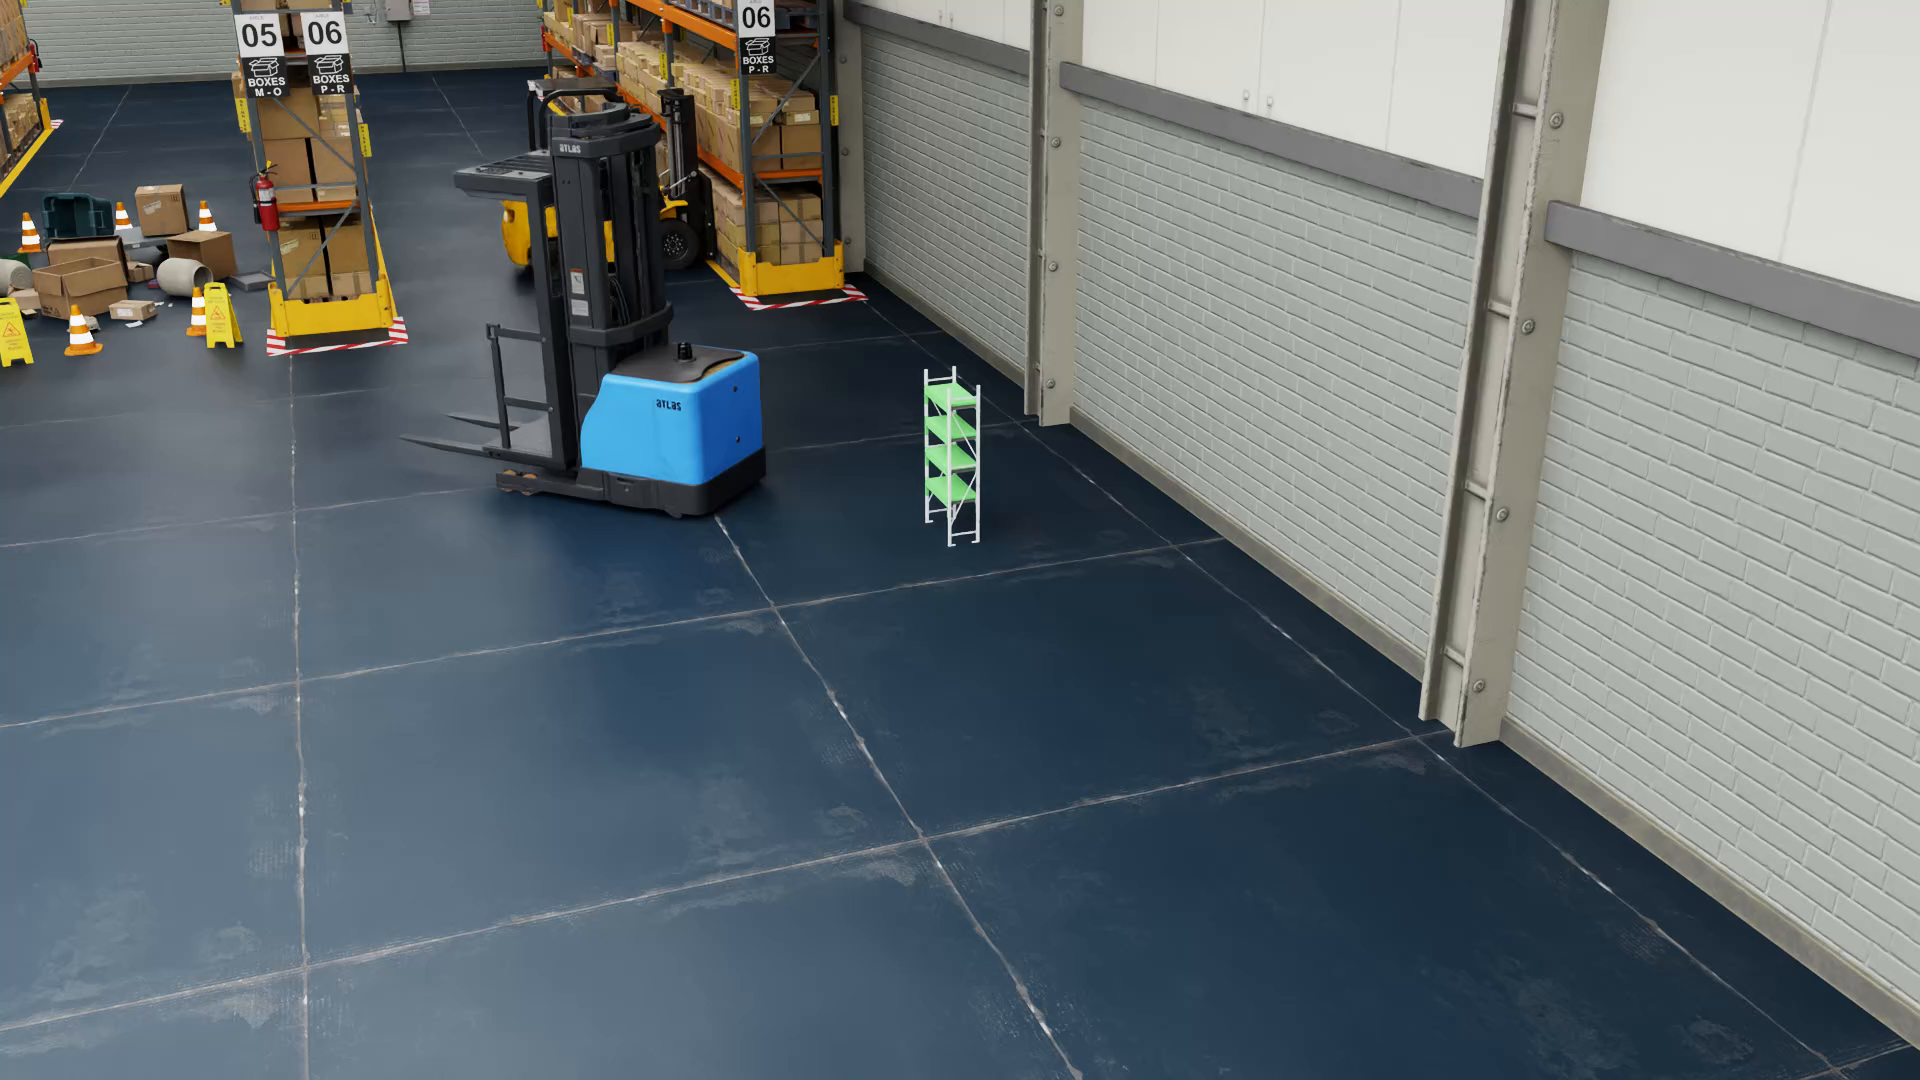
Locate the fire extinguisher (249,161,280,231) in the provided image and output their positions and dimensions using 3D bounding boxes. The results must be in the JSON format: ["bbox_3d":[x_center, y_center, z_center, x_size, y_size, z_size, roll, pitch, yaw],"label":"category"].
[{"bbox_3d":[-6.962,-3.454,16.683,0.296,0.674,0.183,-8,24,-19],"label":"fire extinguisher"}]

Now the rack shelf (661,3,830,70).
[{"bbox_3d":[-2.635,-6.054,19.817,1.077,0.370,4.000,-8,24,-19],"label":"rack shelf"}]

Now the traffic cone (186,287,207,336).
[{"bbox_3d":[-7.930,-2.405,17.360,0.336,0.463,0.334,-8,24,-19],"label":"traffic cone"}]

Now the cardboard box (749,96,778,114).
[{"bbox_3d":[-2.252,-4.860,18.573,0.380,0.149,0.250,-8,24,-19],"label":"cardboard box"}]

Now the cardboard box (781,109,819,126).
[{"bbox_3d":[-1.806,-4.781,18.767,0.380,0.149,0.250,-9,24,-20],"label":"cardboard box"}]

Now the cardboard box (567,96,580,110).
[{"bbox_3d":[-6.821,-8.204,30.530,0.700,0.500,0.500,-9,25,-21],"label":"cardboard box"}]

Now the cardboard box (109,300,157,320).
[{"bbox_3d":[-8.923,-2.480,17.942,0.380,0.149,0.250,4,23,9],"label":"cardboard box"}]

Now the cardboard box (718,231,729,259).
[{"bbox_3d":[-2.557,-3.513,19.722,0.500,0.250,0.500,-8,24,-19],"label":"cardboard box"}]

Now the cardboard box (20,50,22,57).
[{"bbox_3d":[-16.283,-8.312,28.433,0.380,0.149,0.250,-9,24,-20],"label":"cardboard box"}]

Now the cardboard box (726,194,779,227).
[{"bbox_3d":[-2.383,-3.789,19.089,0.500,0.250,0.500,-8,24,-17],"label":"cardboard box"}]

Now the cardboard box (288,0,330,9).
[{"bbox_3d":[-6.506,-5.386,16.601,0.380,0.149,0.250,-9,24,-19],"label":"cardboard box"}]

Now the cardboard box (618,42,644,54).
[{"bbox_3d":[-4.918,-7.373,24.916,0.380,0.149,0.250,-8,24,-17],"label":"cardboard box"}]

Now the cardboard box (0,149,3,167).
[{"bbox_3d":[-14.727,-5.860,24.968,0.500,0.500,0.500,-9,24,-20],"label":"cardboard box"}]

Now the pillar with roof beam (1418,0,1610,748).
[{"bbox_3d":[-1.120,-2.467,6.518,9.100,9.000,0.400,-8,24,-19],"label":"pillar with roof beam"}]

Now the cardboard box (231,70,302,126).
[{"bbox_3d":[-7.404,-4.750,17.859,0.700,0.500,0.500,-9,24,-20],"label":"cardboard box"}]

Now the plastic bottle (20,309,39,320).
[{"bbox_3d":[-10.072,-2.447,17.976,0.133,0.061,0.283,-18,29,-37],"label":"plastic bottle"}]

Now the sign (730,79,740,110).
[{"bbox_3d":[-2.441,-4.850,18.100,0.100,0.325,0.005,-8,24,-19],"label":"sign"}]

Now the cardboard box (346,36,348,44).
[{"bbox_3d":[-6.384,-5.026,16.774,0.380,0.149,0.250,-8,24,-19],"label":"cardboard box"}]

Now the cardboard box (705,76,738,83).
[{"bbox_3d":[-2.873,-5.511,20.115,0.380,0.149,0.250,-8,24,-19],"label":"cardboard box"}]

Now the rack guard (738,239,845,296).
[{"bbox_3d":[-1.920,-3.116,19.000,1.175,0.500,0.348,-8,24,-19],"label":"rack guard"}]

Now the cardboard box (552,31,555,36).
[{"bbox_3d":[-7.588,-9.732,31.801,0.380,0.149,0.250,-8,24,-18],"label":"cardboard box"}]

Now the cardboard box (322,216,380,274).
[{"bbox_3d":[-6.606,-3.206,18.029,0.500,0.500,0.500,-9,25,-21],"label":"cardboard box"}]

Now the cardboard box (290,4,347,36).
[{"bbox_3d":[-6.499,-5.264,16.825,0.500,0.250,0.500,-9,24,-20],"label":"cardboard box"}]

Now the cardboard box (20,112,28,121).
[{"bbox_3d":[-15.911,-7.086,27.947,0.380,0.149,0.250,-7,24,-16],"label":"cardboard box"}]

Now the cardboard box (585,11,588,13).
[{"bbox_3d":[-7.170,-10.028,31.990,0.500,0.250,0.500,-8,24,-17],"label":"cardboard box"}]

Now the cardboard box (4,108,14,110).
[{"bbox_3d":[-15.811,-7.023,27.414,0.380,0.149,0.250,-9,25,-21],"label":"cardboard box"}]

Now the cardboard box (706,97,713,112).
[{"bbox_3d":[-2.789,-5.172,19.696,0.380,0.149,0.250,-8,24,-19],"label":"cardboard box"}]

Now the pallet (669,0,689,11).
[{"bbox_3d":[-3.016,-6.765,20.692,1.003,0.211,1.213,-8,24,-19],"label":"pallet"}]

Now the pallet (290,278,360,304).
[{"bbox_3d":[-6.852,-2.637,18.235,1.003,0.211,1.213,-8,24,-19],"label":"pallet"}]

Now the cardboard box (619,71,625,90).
[{"bbox_3d":[-4.827,-6.920,24.999,0.500,0.250,0.500,-8,24,-19],"label":"cardboard box"}]

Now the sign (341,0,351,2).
[{"bbox_3d":[-6.063,-5.454,16.341,0.100,0.325,0.005,-8,24,-19],"label":"sign"}]

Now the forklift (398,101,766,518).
[{"bbox_3d":[-3.114,-1.878,12.932,3.031,2.935,1.130,10,25,22],"label":"forklift"}]

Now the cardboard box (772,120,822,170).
[{"bbox_3d":[-1.844,-4.541,19.034,0.500,0.500,0.500,-8,24,-17],"label":"cardboard box"}]

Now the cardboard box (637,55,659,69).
[{"bbox_3d":[-4.315,-6.715,23.356,0.380,0.149,0.250,-9,24,-20],"label":"cardboard box"}]

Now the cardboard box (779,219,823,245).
[{"bbox_3d":[-1.900,-3.633,19.364,0.500,0.250,0.500,-8,24,-18],"label":"cardboard box"}]

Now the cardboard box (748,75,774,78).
[{"bbox_3d":[-2.464,-5.572,20.261,0.380,0.149,0.250,-8,24,-17],"label":"cardboard box"}]

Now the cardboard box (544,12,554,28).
[{"bbox_3d":[-7.673,-9.957,31.821,0.500,0.250,0.500,-8,24,-19],"label":"cardboard box"}]

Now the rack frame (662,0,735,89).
[{"bbox_3d":[-3.342,-5.730,21.984,1.000,3.000,0.127,-8,24,-19],"label":"rack frame"}]

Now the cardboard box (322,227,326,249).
[{"bbox_3d":[-7.829,-3.531,19.764,0.500,0.250,0.500,-7,24,-16],"label":"cardboard box"}]

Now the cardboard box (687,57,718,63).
[{"bbox_3d":[-3.572,-6.612,23.112,0.380,0.149,0.250,-8,24,-19],"label":"cardboard box"}]

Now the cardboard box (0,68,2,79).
[{"bbox_3d":[-15.199,-7.271,25.962,0.380,0.149,0.250,-7,24,-17],"label":"cardboard box"}]

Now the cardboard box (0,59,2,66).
[{"bbox_3d":[-15.344,-7.637,25.995,0.500,0.500,0.500,-9,24,-20],"label":"cardboard box"}]

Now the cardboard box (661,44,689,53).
[{"bbox_3d":[-4.219,-7.256,24.640,0.380,0.149,0.250,-8,24,-19],"label":"cardboard box"}]

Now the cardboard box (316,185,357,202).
[{"bbox_3d":[-6.497,-3.631,17.326,0.380,0.149,0.250,-8,24,-19],"label":"cardboard box"}]

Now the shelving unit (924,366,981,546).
[{"bbox_3d":[-0.059,-0.613,12.160,0.258,1.200,0.503,-8,24,-19],"label":"shelving unit"}]

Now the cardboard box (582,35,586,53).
[{"bbox_3d":[-6.036,-8.211,27.502,0.396,0.266,0.258,-7,24,-16],"label":"cardboard box"}]

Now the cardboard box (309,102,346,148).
[{"bbox_3d":[-7.219,-4.730,19.098,0.500,0.500,0.500,-8,24,-18],"label":"cardboard box"}]

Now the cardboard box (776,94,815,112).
[{"bbox_3d":[-1.847,-4.910,18.691,0.380,0.149,0.250,-9,24,-20],"label":"cardboard box"}]

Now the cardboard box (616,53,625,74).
[{"bbox_3d":[-4.850,-7.147,24.894,0.500,0.250,0.500,-8,24,-19],"label":"cardboard box"}]

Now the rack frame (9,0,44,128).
[{"bbox_3d":[-16.818,-8.692,29.011,1.000,3.000,0.127,-8,24,-19],"label":"rack frame"}]

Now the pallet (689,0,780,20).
[{"bbox_3d":[-2.589,-6.323,19.642,1.003,0.211,1.213,-8,24,-19],"label":"pallet"}]

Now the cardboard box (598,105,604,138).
[{"bbox_3d":[-5.660,-6.909,27.457,0.500,0.500,0.500,-9,25,-21],"label":"cardboard box"}]

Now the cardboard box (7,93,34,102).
[{"bbox_3d":[-16.394,-7.689,28.994,0.380,0.149,0.250,-8,24,-18],"label":"cardboard box"}]

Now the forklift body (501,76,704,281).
[{"bbox_3d":[-4.305,-4.325,19.741,2.313,2.155,1.214,-8,24,-19],"label":"forklift body"}]
